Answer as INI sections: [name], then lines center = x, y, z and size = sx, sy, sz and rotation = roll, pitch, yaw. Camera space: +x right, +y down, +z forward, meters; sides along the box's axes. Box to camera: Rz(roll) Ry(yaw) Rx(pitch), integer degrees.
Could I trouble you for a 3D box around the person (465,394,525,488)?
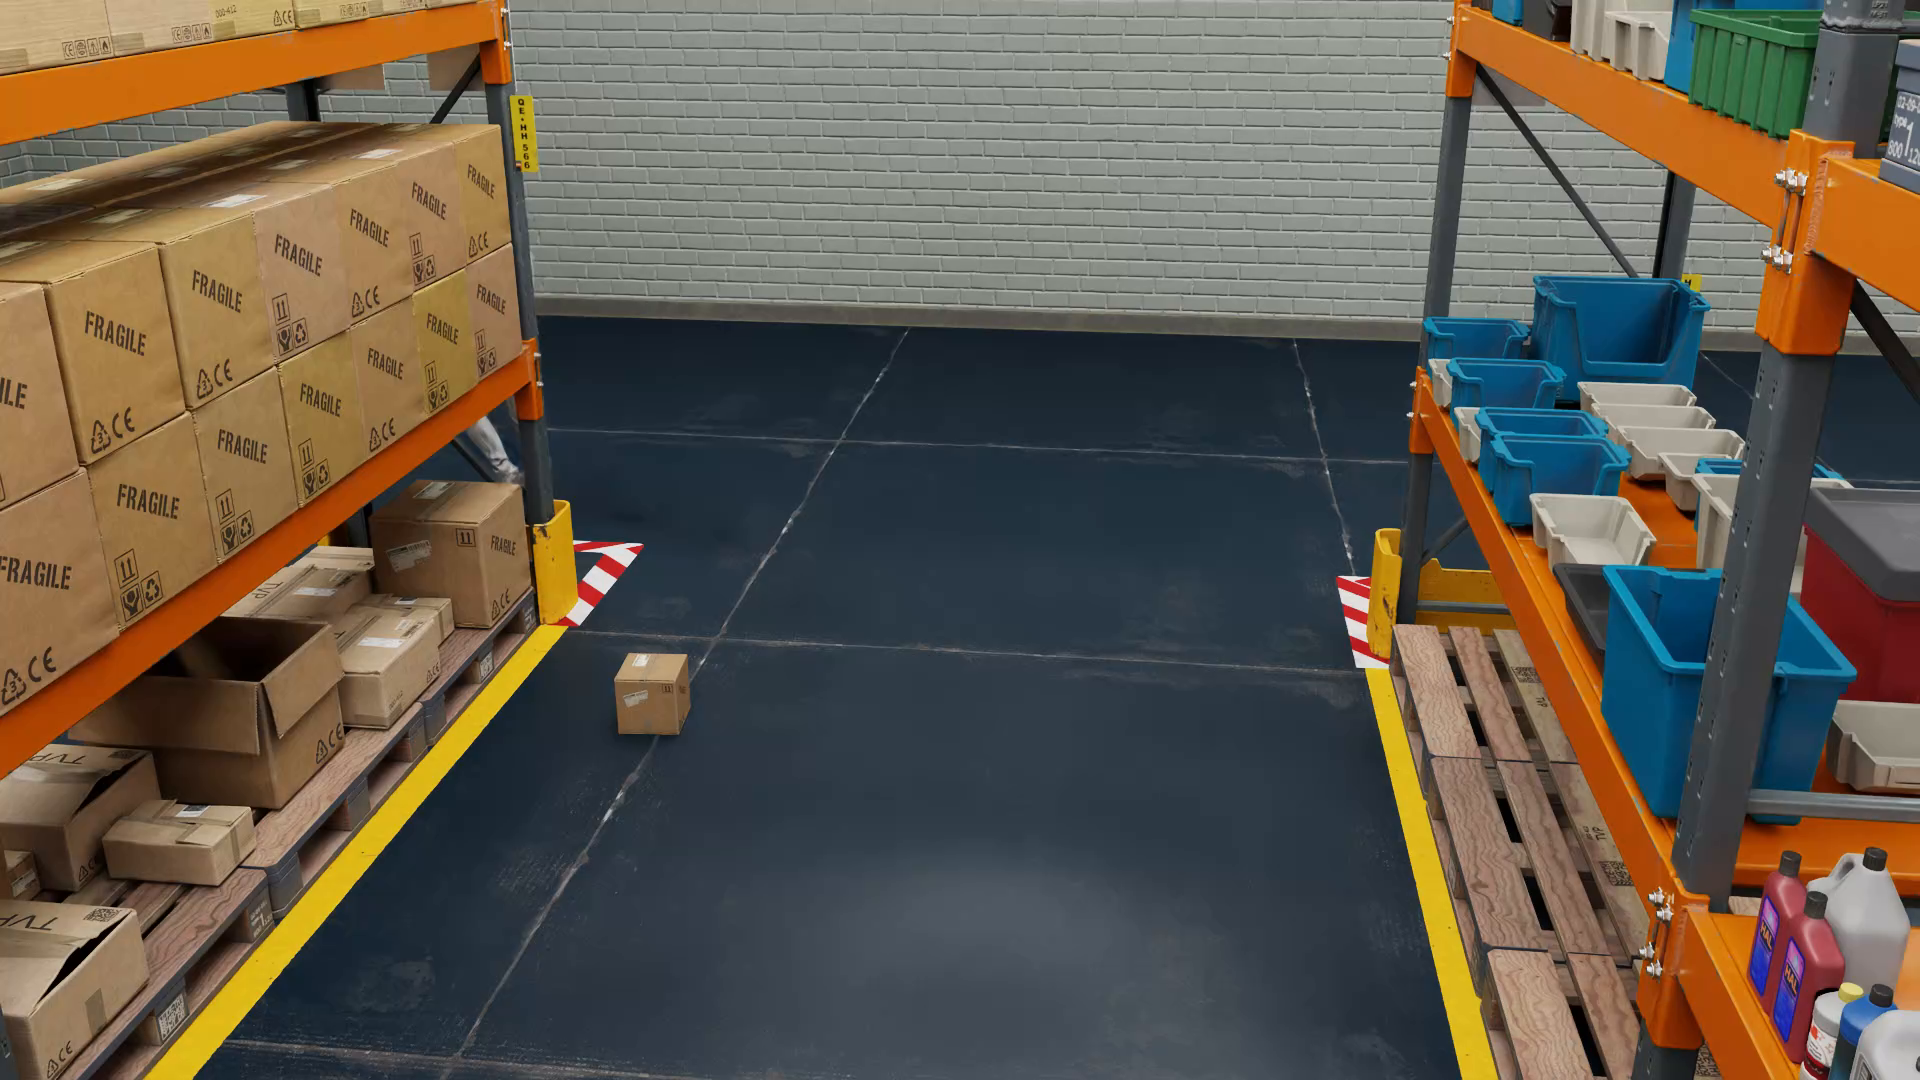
[person]
center = -2.588, -1.053, 9.228
size = 0.444, 1.723, 0.491
rotation = 7, 23, 18
